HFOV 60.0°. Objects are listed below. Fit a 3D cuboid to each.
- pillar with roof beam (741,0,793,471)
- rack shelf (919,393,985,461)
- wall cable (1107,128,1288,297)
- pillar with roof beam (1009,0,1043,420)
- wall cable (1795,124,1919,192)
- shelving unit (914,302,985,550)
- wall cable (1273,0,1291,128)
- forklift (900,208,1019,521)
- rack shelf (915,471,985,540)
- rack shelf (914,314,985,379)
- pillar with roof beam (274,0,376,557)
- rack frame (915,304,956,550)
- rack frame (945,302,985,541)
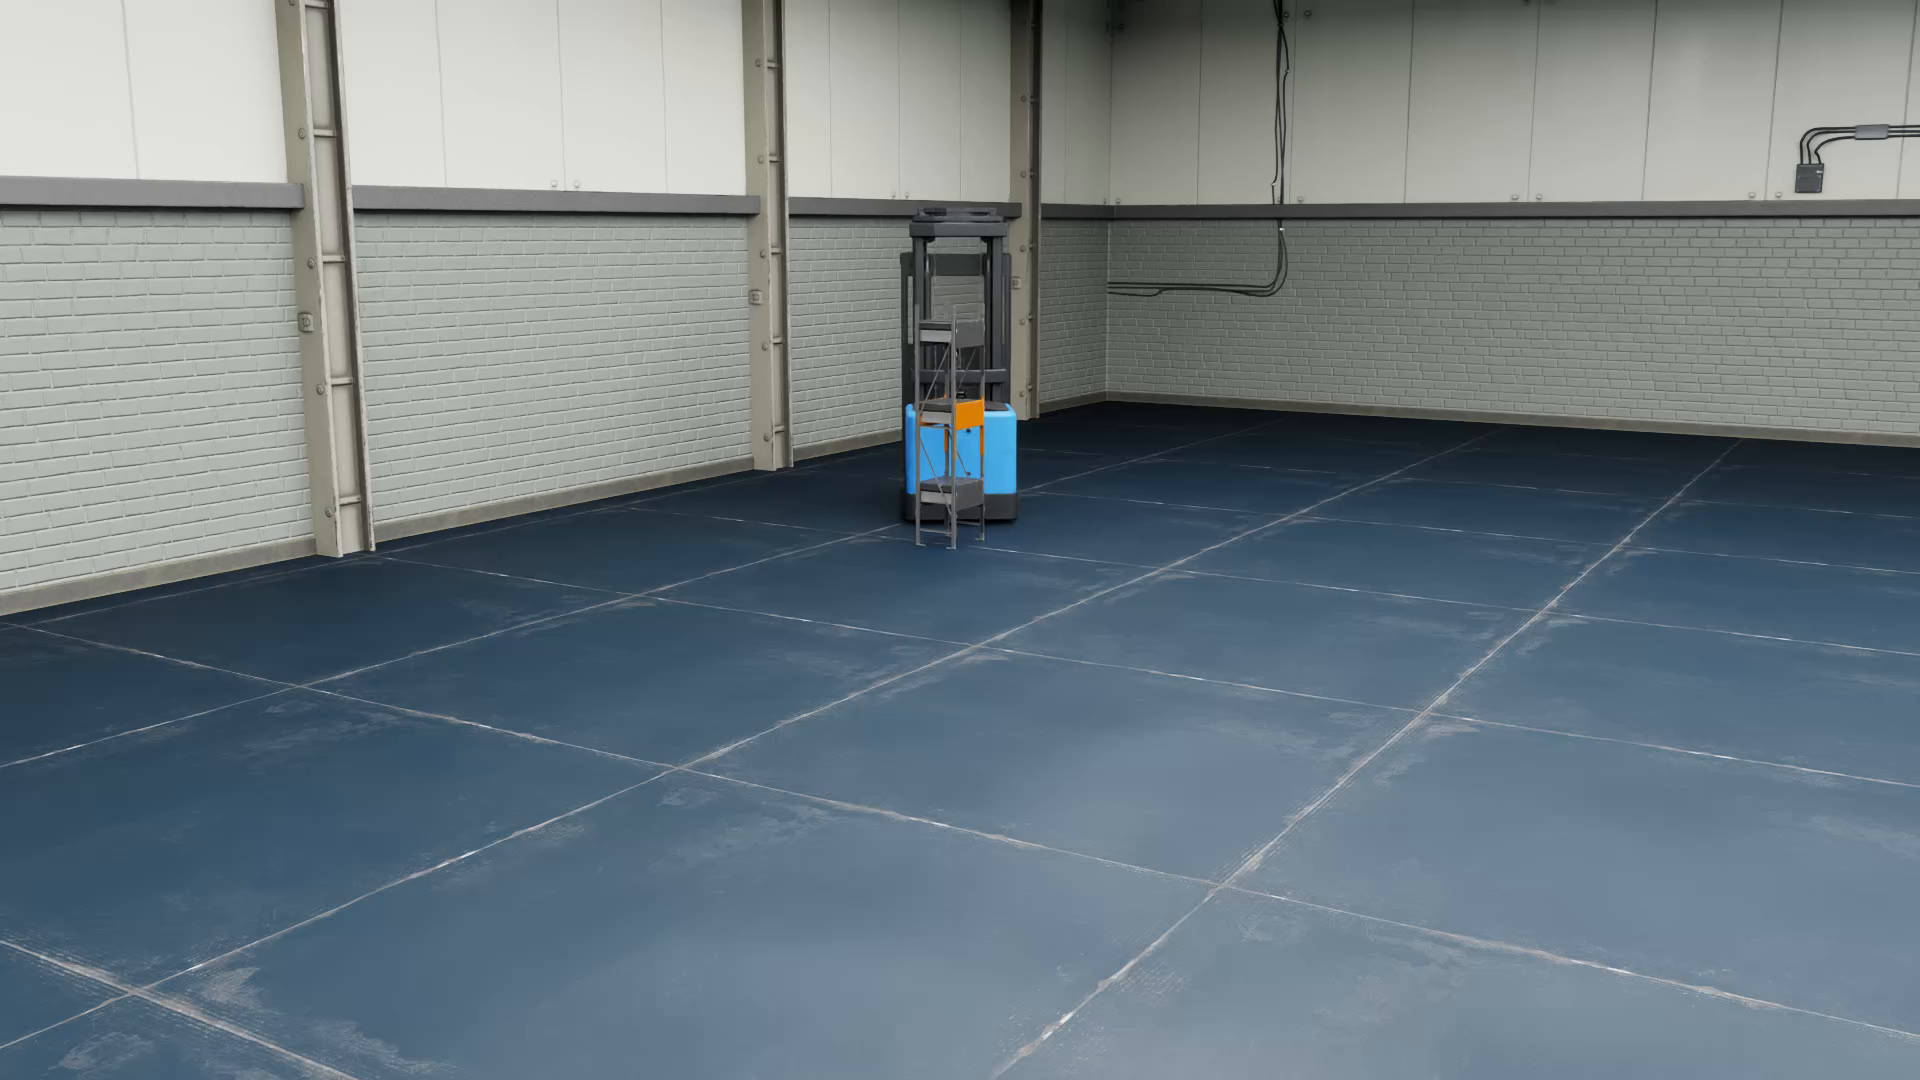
[{"bbox_3d":[1.501,-4.853,16.337,9.100,9.000,0.400,6,12,31],"label":"pillar with roof beam"},{"bbox_3d":[-0.086,-0.993,14.539,0.431,0.518,0.480,6,12,31],"label":"rack shelf"},{"bbox_3d":[3.596,-5.019,25.660,3.097,2.526,0.112,6,12,31],"label":"wall cable"},{"bbox_3d":[4.616,-5.797,21.377,9.100,9.000,0.400,6,12,31],"label":"pillar with roof beam"},{"bbox_3d":[11.702,-7.307,20.204,2.305,6.003,0.169,6,12,31],"label":"wall cable"},{"bbox_3d":[-0.086,-1.006,14.536,0.431,2.100,0.503,6,12,31],"label":"shelving unit"},{"bbox_3d":[5.908,-7.243,23.815,3.097,2.526,0.112,6,12,31],"label":"wall cable"},{"bbox_3d":[-0.049,-1.837,16.717,1.130,2.935,3.031,0,11,-3],"label":"forklift"},{"bbox_3d":[-0.086,-0.305,14.668,0.431,0.518,0.480,6,12,31],"label":"rack shelf"},{"bbox_3d":[-0.086,-1.681,14.410,0.431,0.518,0.480,6,12,31],"label":"rack shelf"},{"bbox_3d":[-1.614,-3.909,11.297,9.100,9.000,0.400,6,12,31],"label":"pillar with roof beam"},{"bbox_3d":[-0.213,-0.968,14.331,0.400,2.100,0.015,6,12,31],"label":"rack frame"},{"bbox_3d":[0.041,-1.044,14.741,0.400,2.100,0.015,6,12,31],"label":"rack frame"}]
